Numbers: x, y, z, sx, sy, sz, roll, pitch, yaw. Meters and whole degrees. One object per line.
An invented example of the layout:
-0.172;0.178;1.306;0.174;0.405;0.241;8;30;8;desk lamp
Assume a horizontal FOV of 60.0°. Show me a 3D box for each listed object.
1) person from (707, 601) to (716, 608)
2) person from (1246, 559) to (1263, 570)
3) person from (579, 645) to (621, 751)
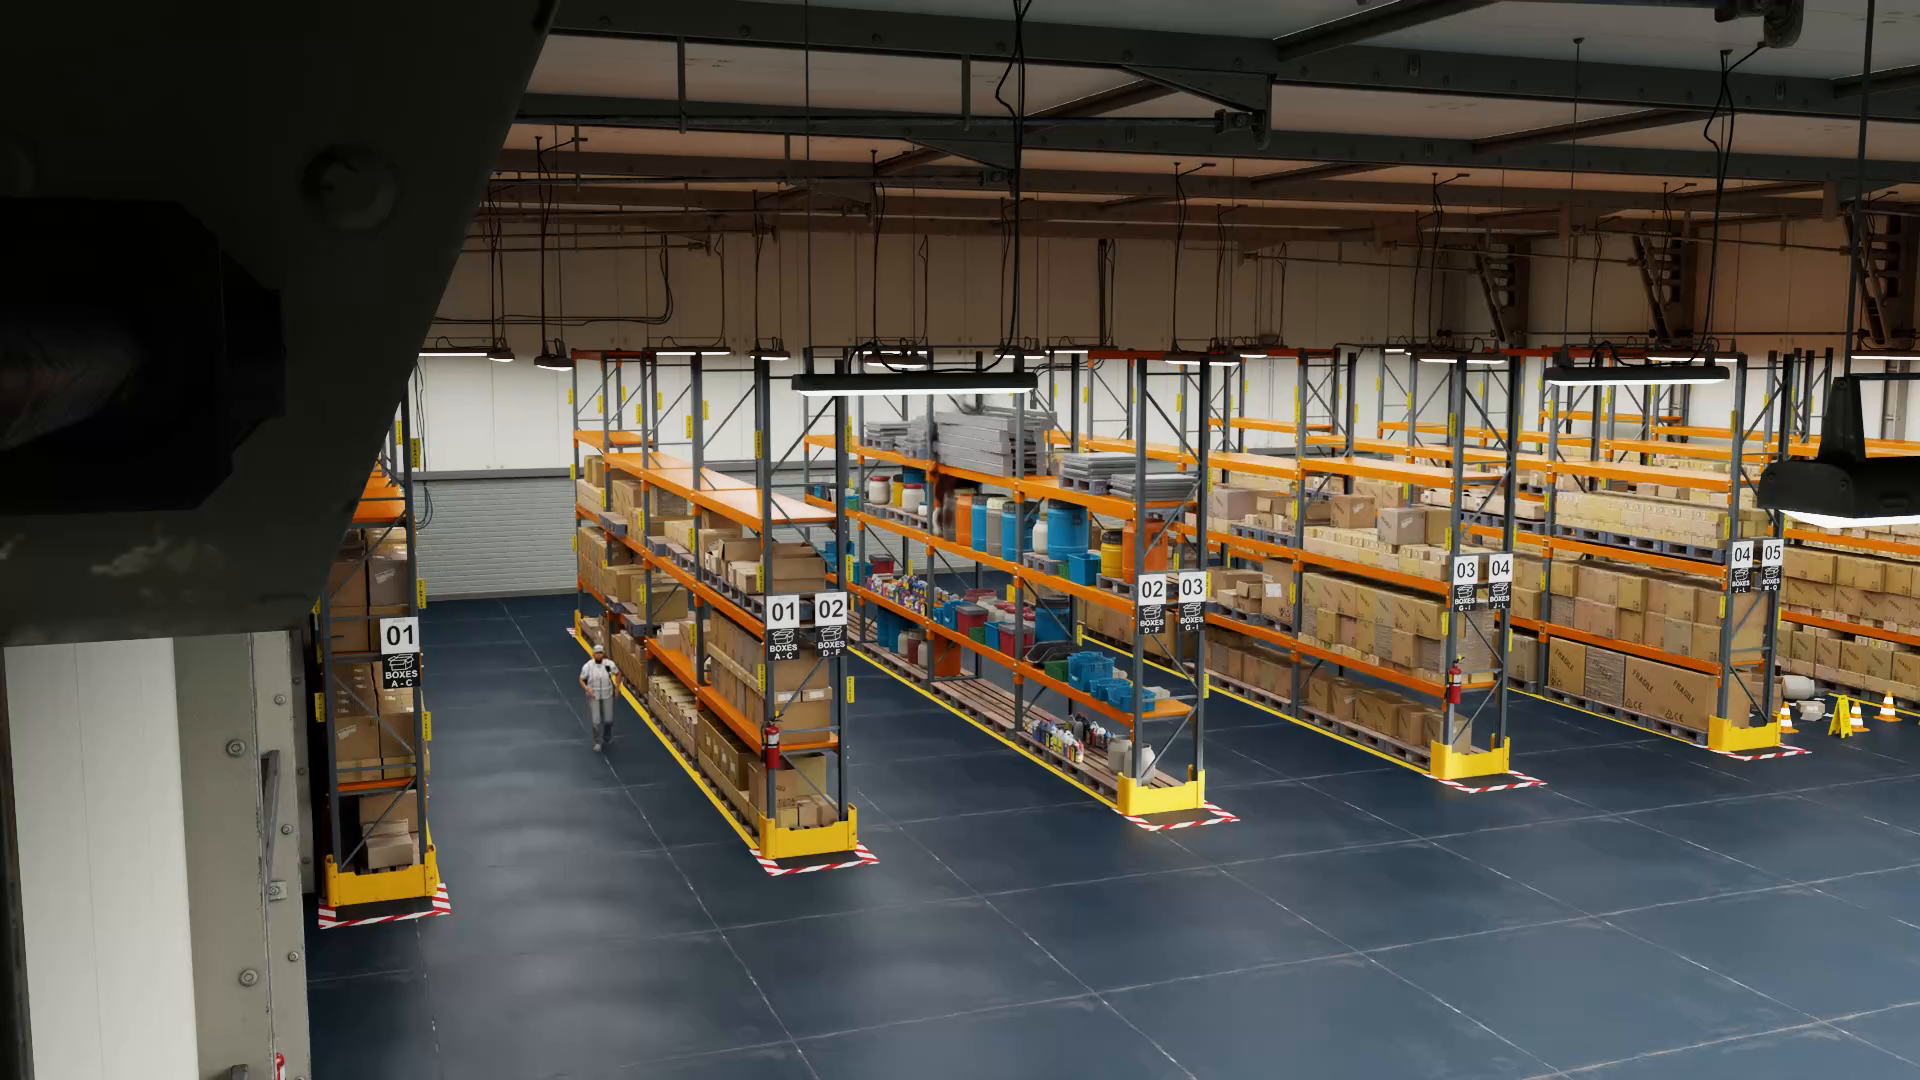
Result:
-5.359;1.213;34.798;0.513;1.696;0.687;-3;8;-22;person
7.557;0.213;42.235;0.913;1.771;0.708;-2;7;-14;person
-5.468;2.396;25.332;0.640;1.615;0.571;-2;7;-18;person
